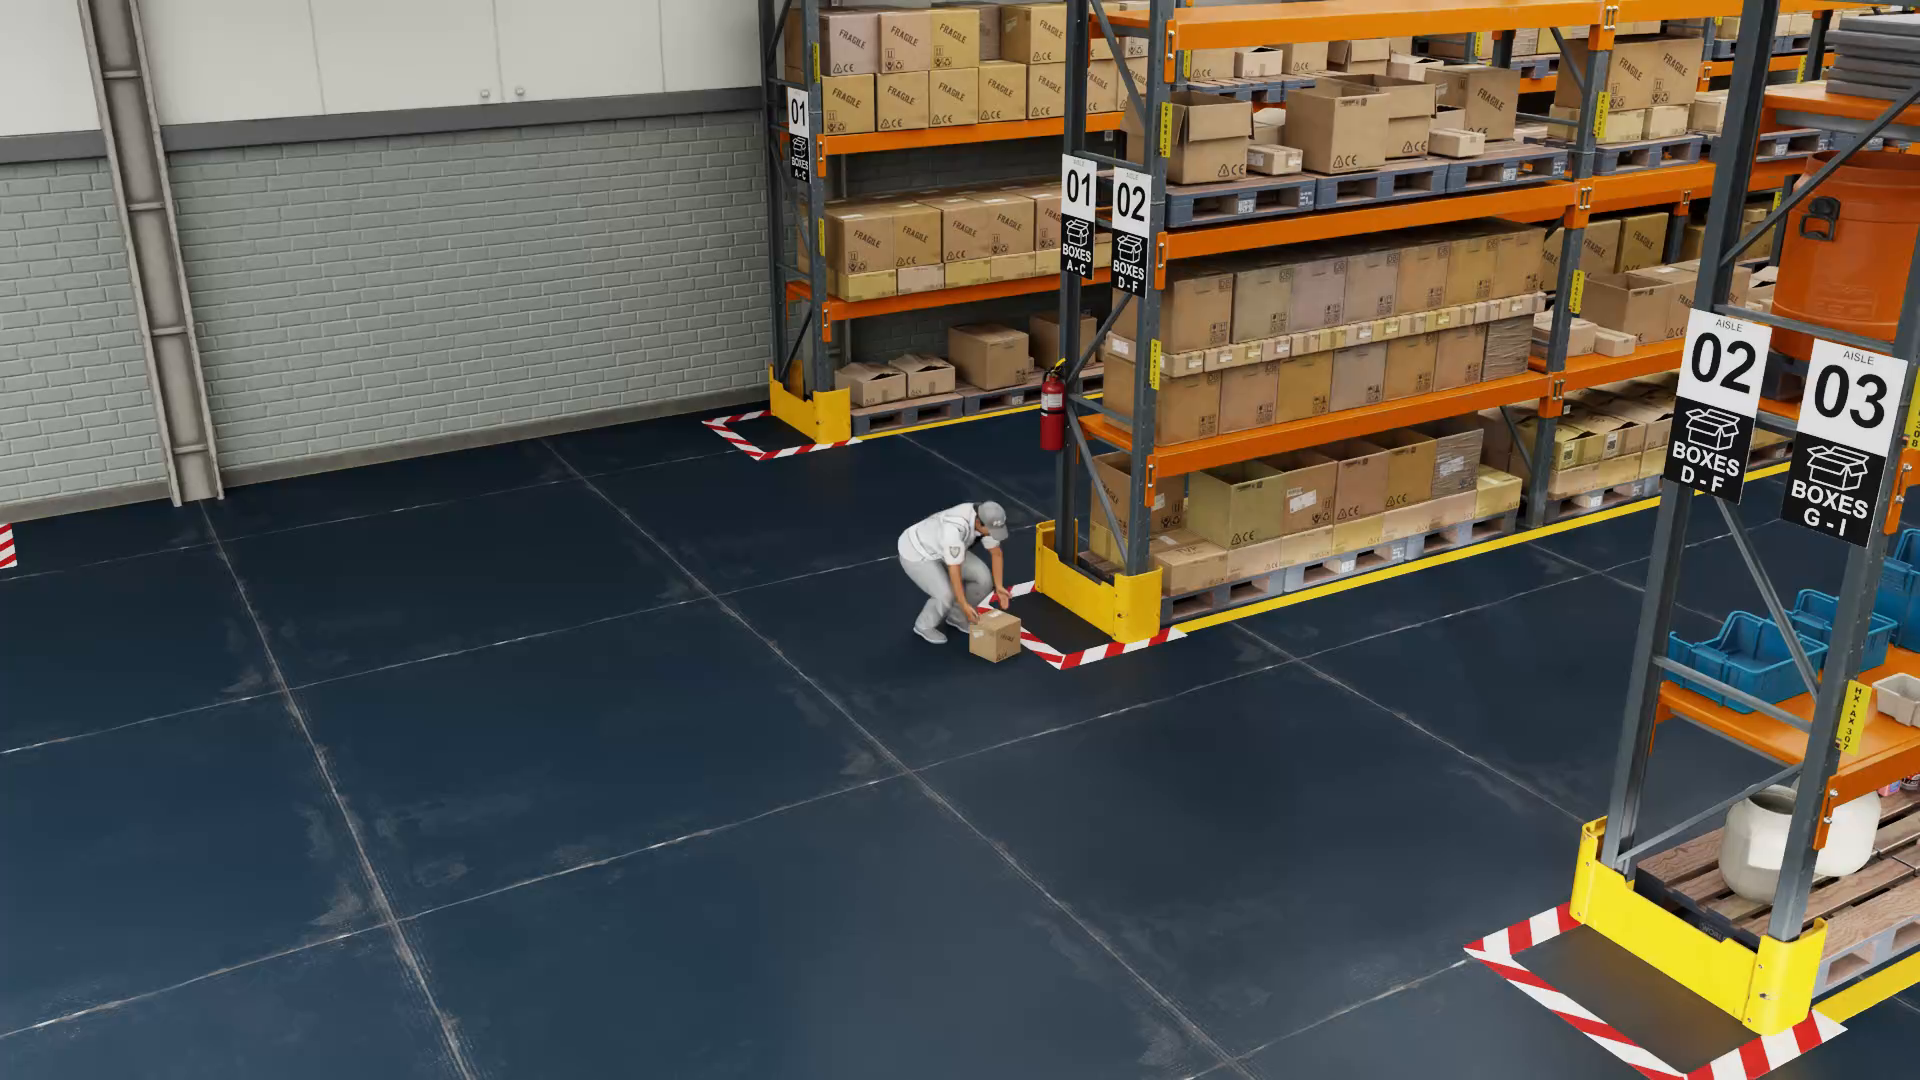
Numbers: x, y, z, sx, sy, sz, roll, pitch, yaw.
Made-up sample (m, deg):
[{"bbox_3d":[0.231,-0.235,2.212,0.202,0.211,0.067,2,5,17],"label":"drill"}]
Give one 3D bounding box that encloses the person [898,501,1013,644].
[{"bbox_3d":[-0.024,0.169,11.474,0.536,1.067,0.837,-20,29,-40],"label":"person"}]
